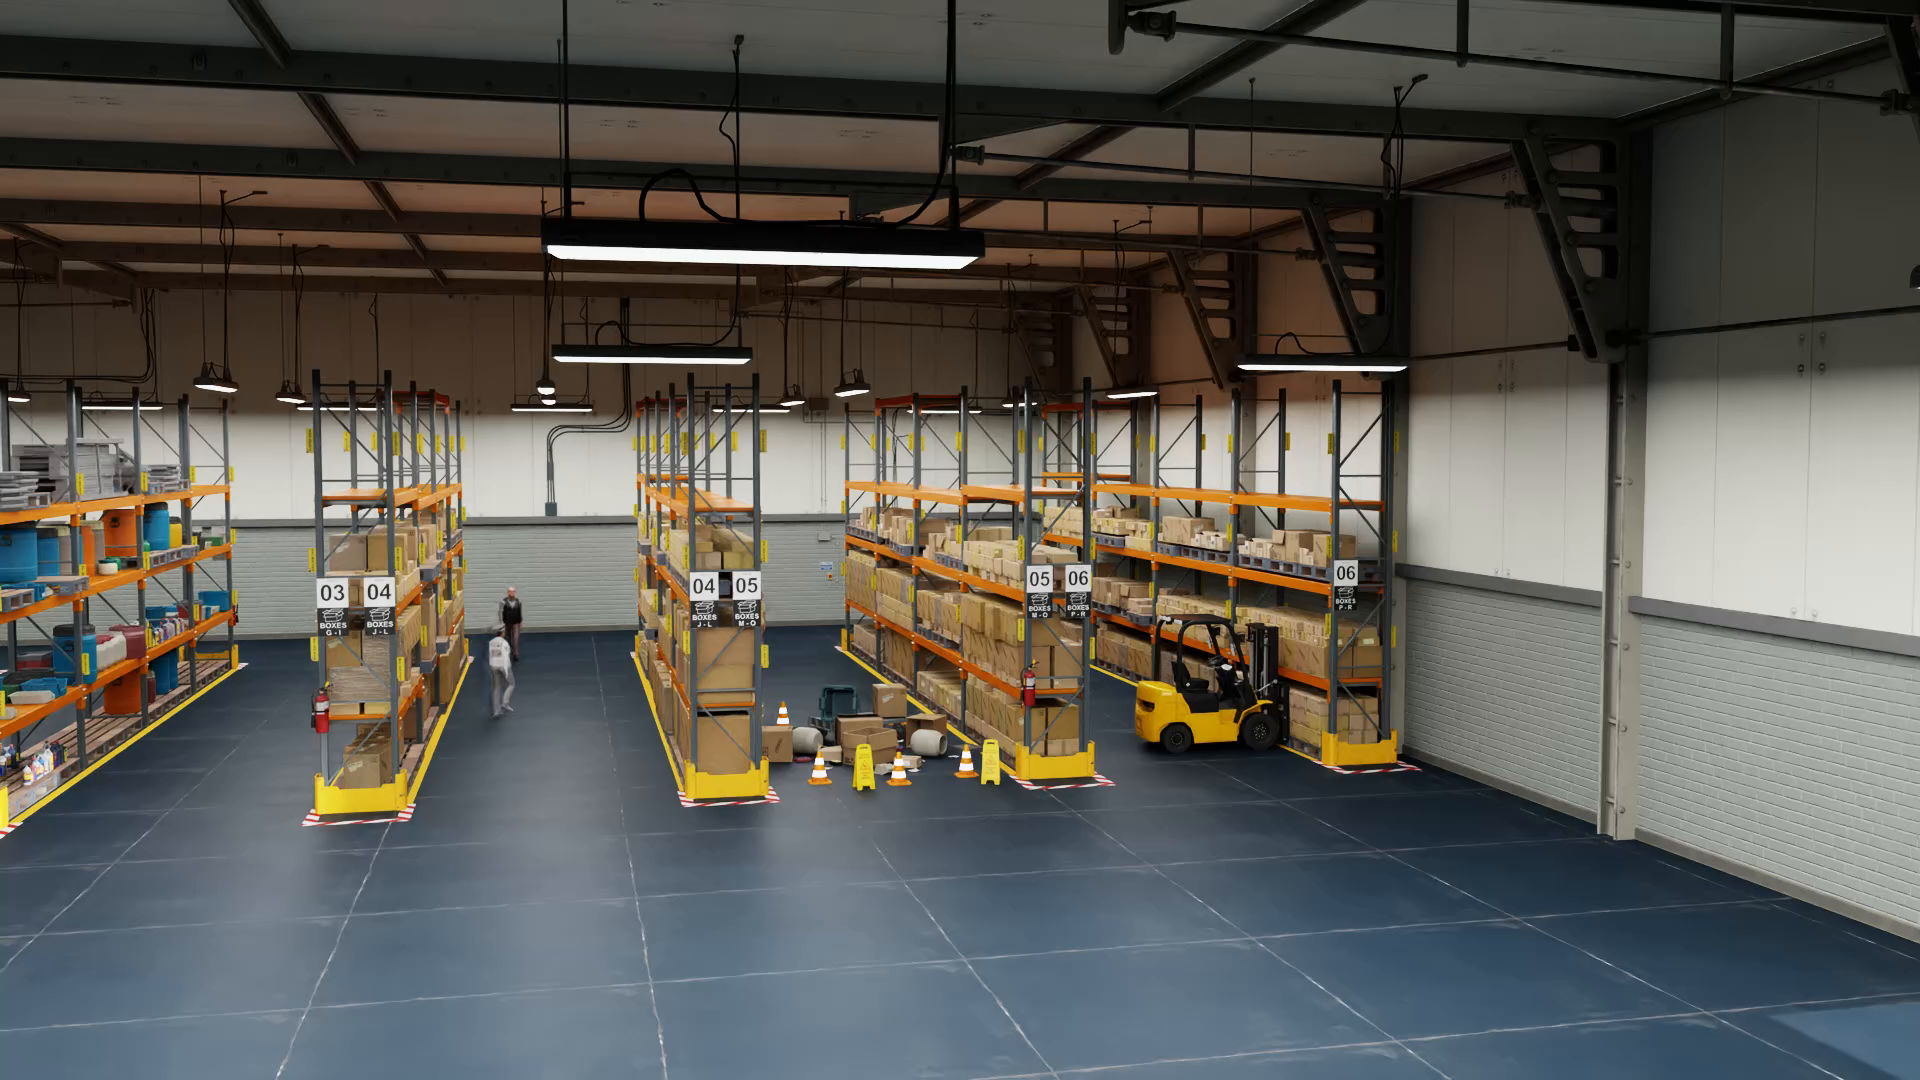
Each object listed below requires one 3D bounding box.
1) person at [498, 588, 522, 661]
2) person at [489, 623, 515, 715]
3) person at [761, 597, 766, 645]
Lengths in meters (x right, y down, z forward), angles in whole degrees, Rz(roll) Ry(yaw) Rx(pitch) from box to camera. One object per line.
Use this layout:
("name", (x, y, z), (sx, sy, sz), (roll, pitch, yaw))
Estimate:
("person", (-10.424, 1.937, 38.559), (0.546, 1.669, 1.084), (-1, 3, -16))
("person", (-8.489, 2.377, 30.696), (0.506, 1.663, 0.450), (1, 3, 9))
("person", (-4.608, 1.967, 37.989), (0.507, 1.670, 0.499), (2, 4, 35))
